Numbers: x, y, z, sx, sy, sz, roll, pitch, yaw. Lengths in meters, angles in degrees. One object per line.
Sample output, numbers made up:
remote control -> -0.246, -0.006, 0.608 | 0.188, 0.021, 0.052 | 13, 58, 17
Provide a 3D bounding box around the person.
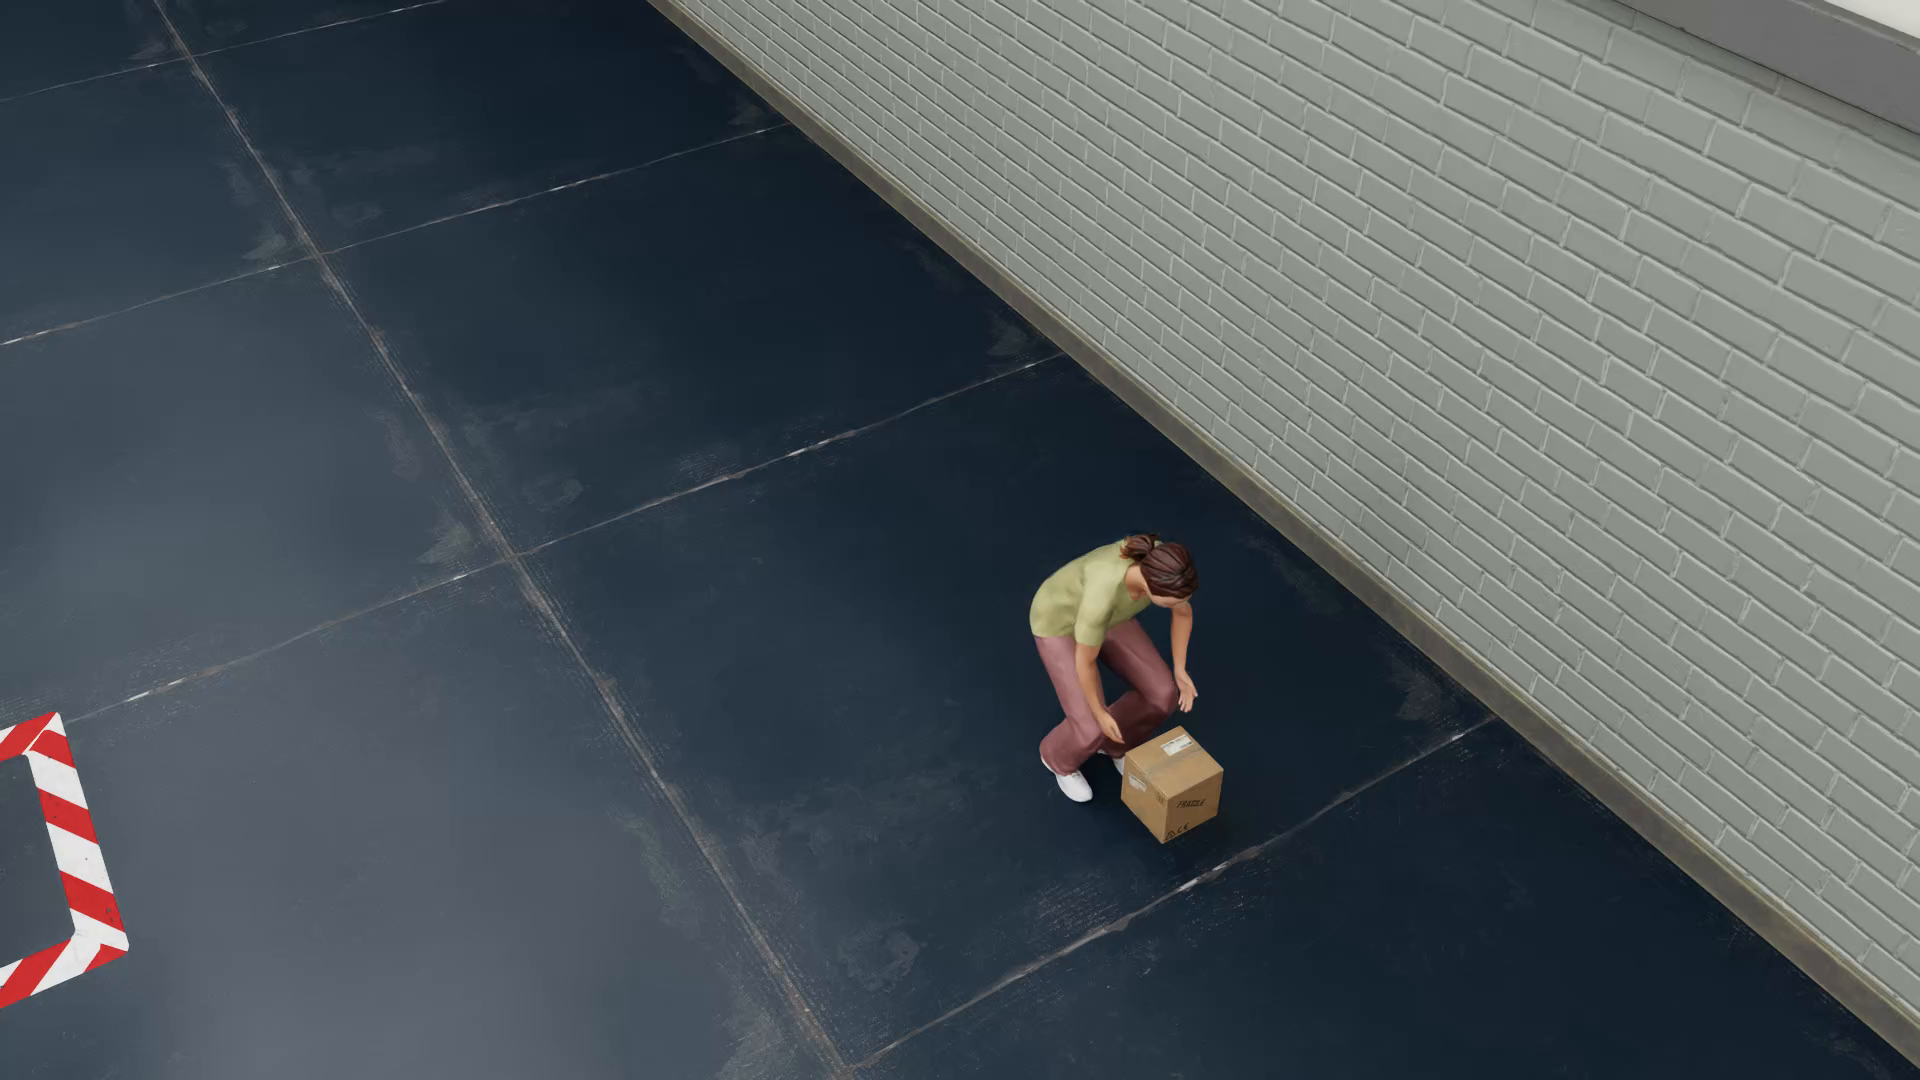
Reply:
person -> 0.565, 0.398, 5.986 | 0.512, 1.307, 0.680 | -23, 46, -24
